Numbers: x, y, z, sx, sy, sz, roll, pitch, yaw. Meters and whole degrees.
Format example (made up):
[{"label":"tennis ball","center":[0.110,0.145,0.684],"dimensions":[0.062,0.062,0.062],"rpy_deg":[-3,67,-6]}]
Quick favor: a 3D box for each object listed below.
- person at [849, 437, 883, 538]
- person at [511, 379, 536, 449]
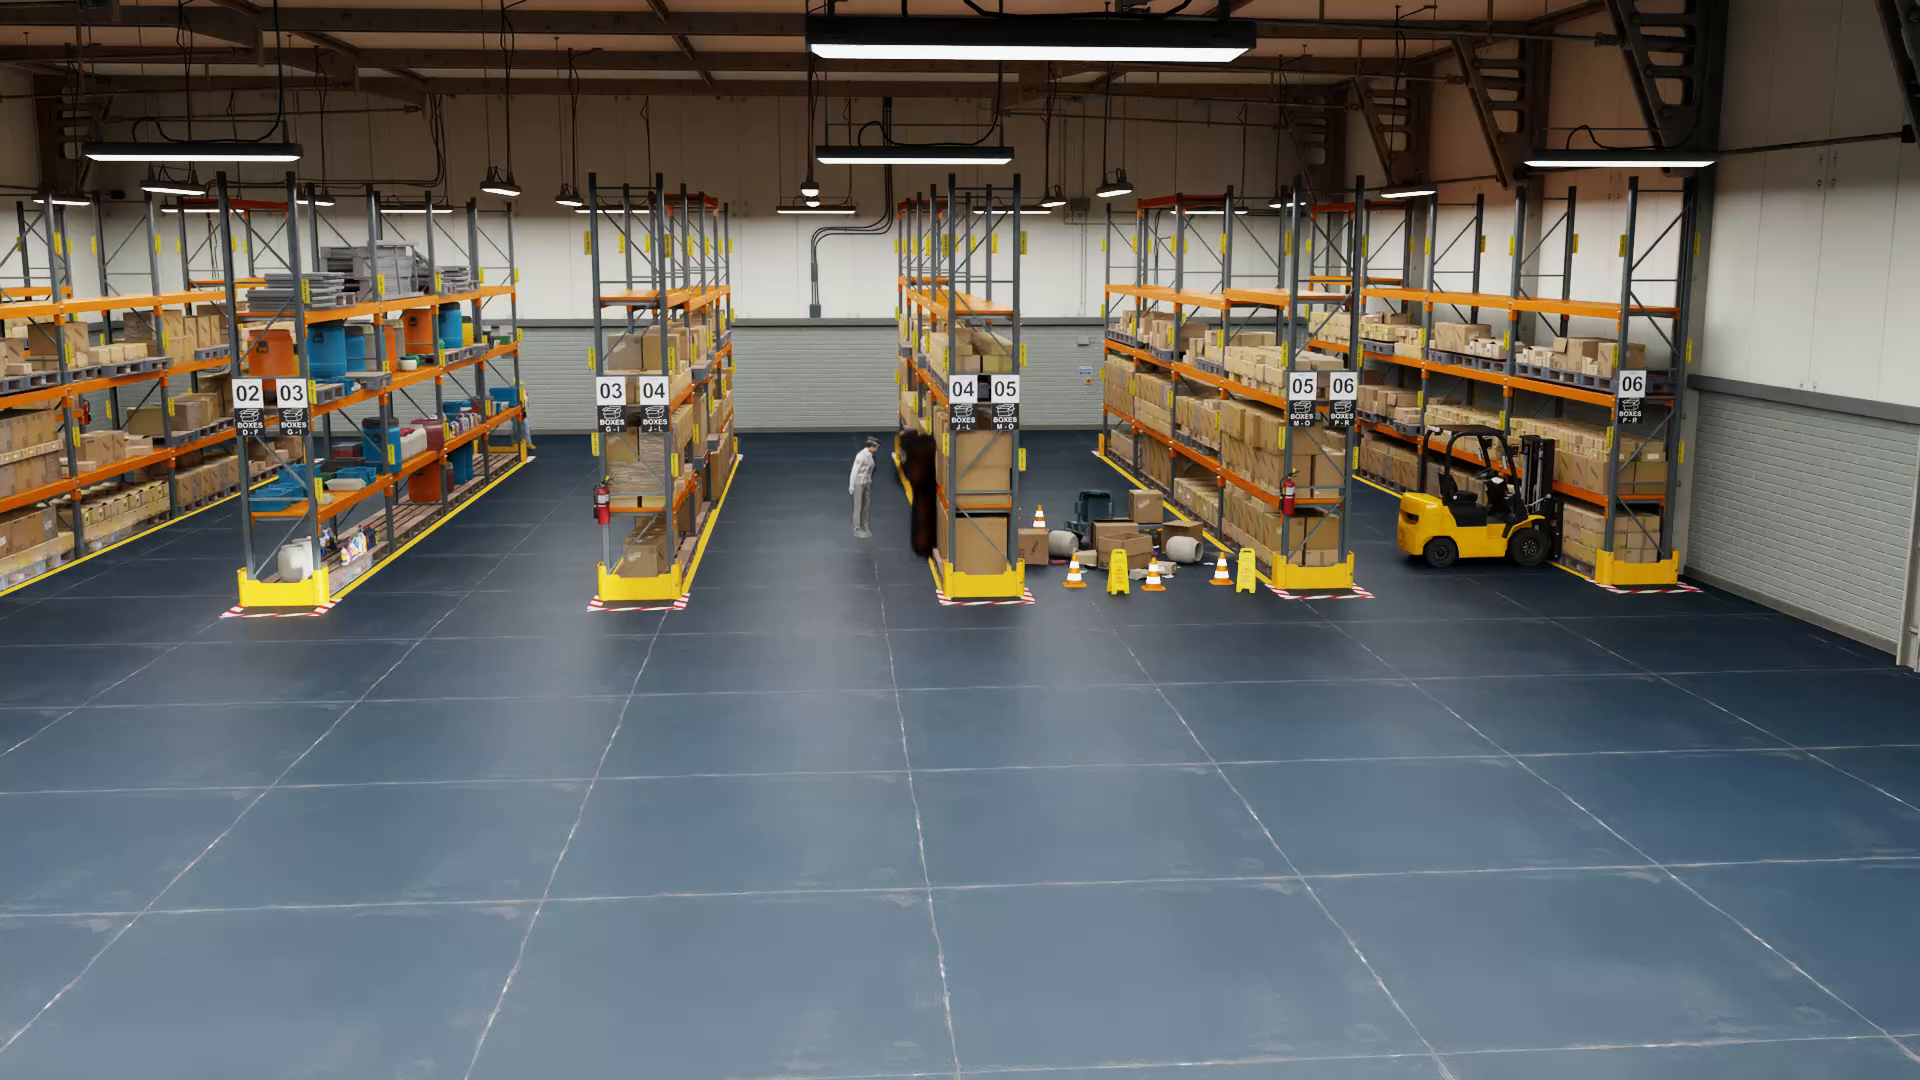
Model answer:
[{"label":"person","center":[-1.571,-0.849,27.188],"dimensions":[0.500,1.686,0.591],"rpy_deg":[8,13,37]},{"label":"person","center":[-10.991,-3.169,41.579],"dimensions":[0.609,1.738,0.921],"rpy_deg":[-8,13,-38]}]
